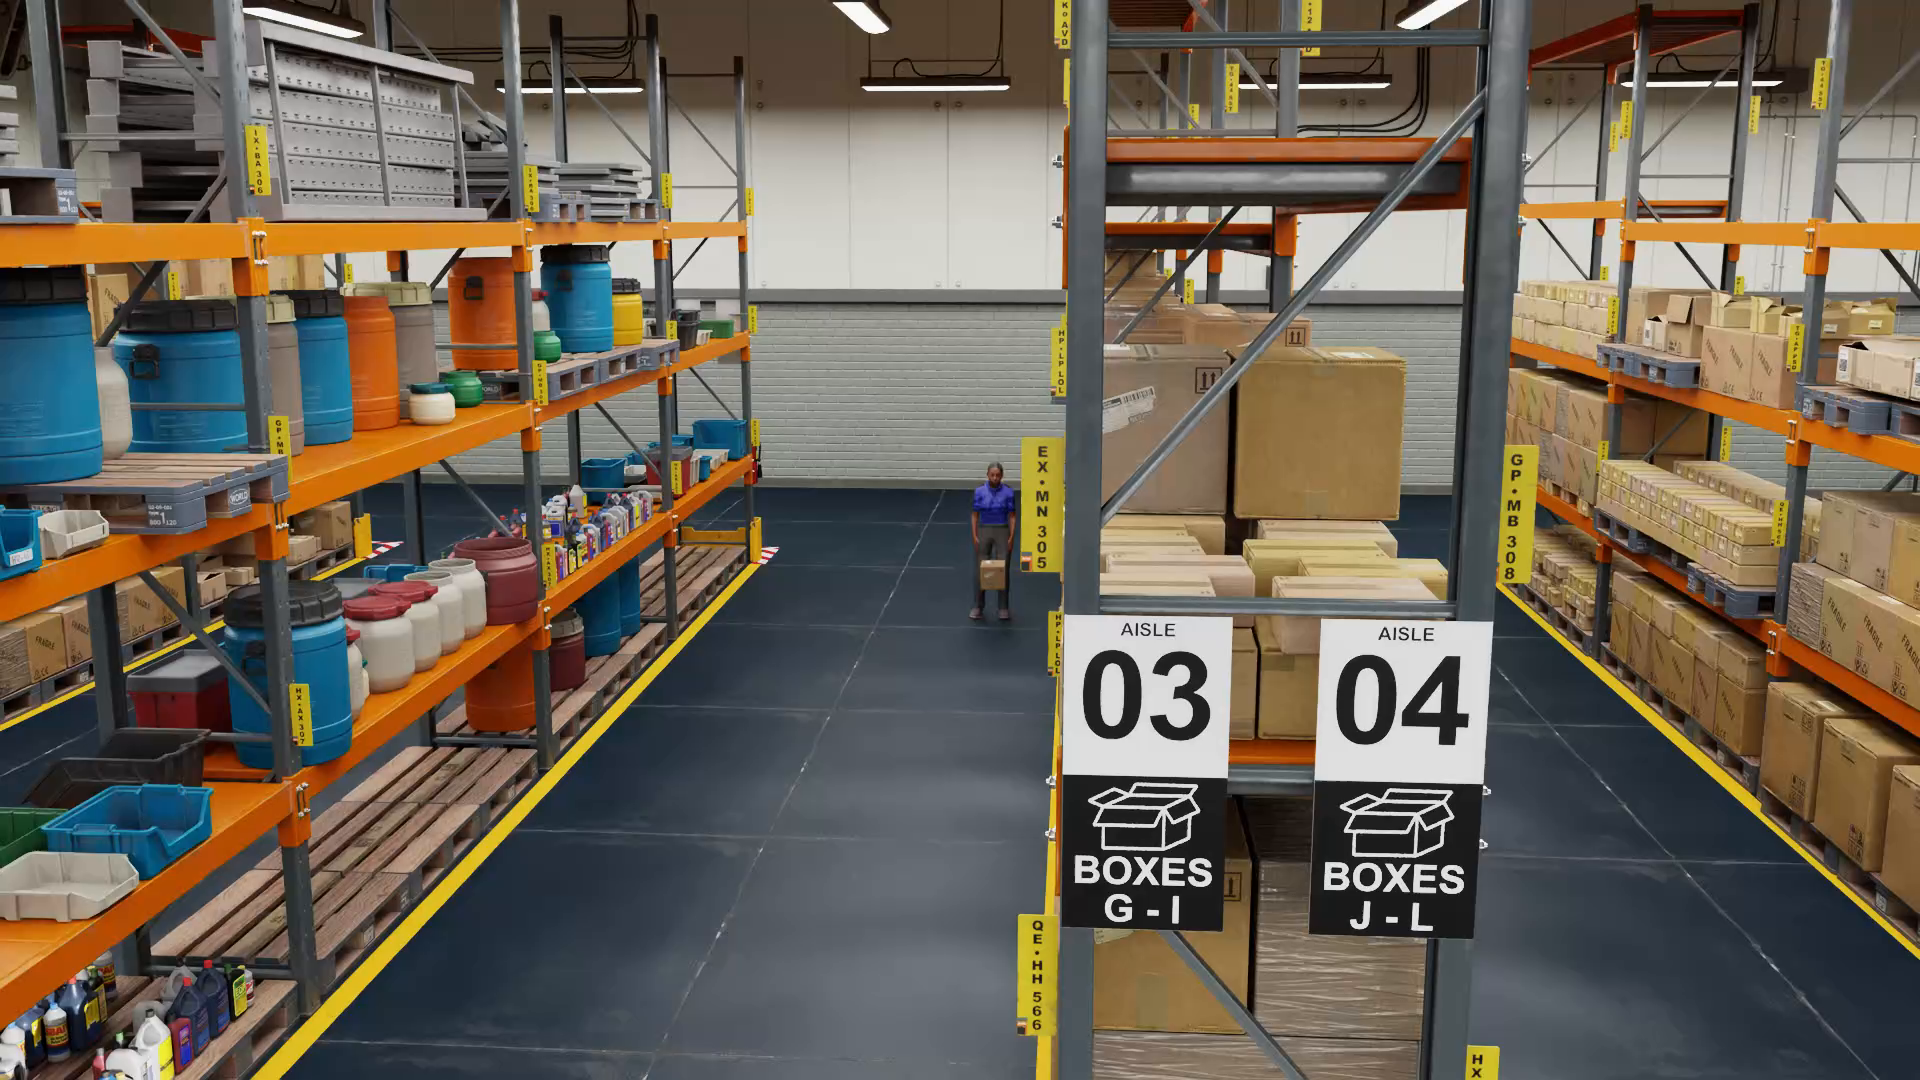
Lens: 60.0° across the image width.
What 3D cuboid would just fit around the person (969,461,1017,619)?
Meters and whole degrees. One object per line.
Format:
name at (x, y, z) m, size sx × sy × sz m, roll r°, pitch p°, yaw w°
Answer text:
person at (0.347, -0.009, 17.474) m, size 0.494 × 1.659 × 0.345 m, roll 0°, pitch 11°, yaw 2°
